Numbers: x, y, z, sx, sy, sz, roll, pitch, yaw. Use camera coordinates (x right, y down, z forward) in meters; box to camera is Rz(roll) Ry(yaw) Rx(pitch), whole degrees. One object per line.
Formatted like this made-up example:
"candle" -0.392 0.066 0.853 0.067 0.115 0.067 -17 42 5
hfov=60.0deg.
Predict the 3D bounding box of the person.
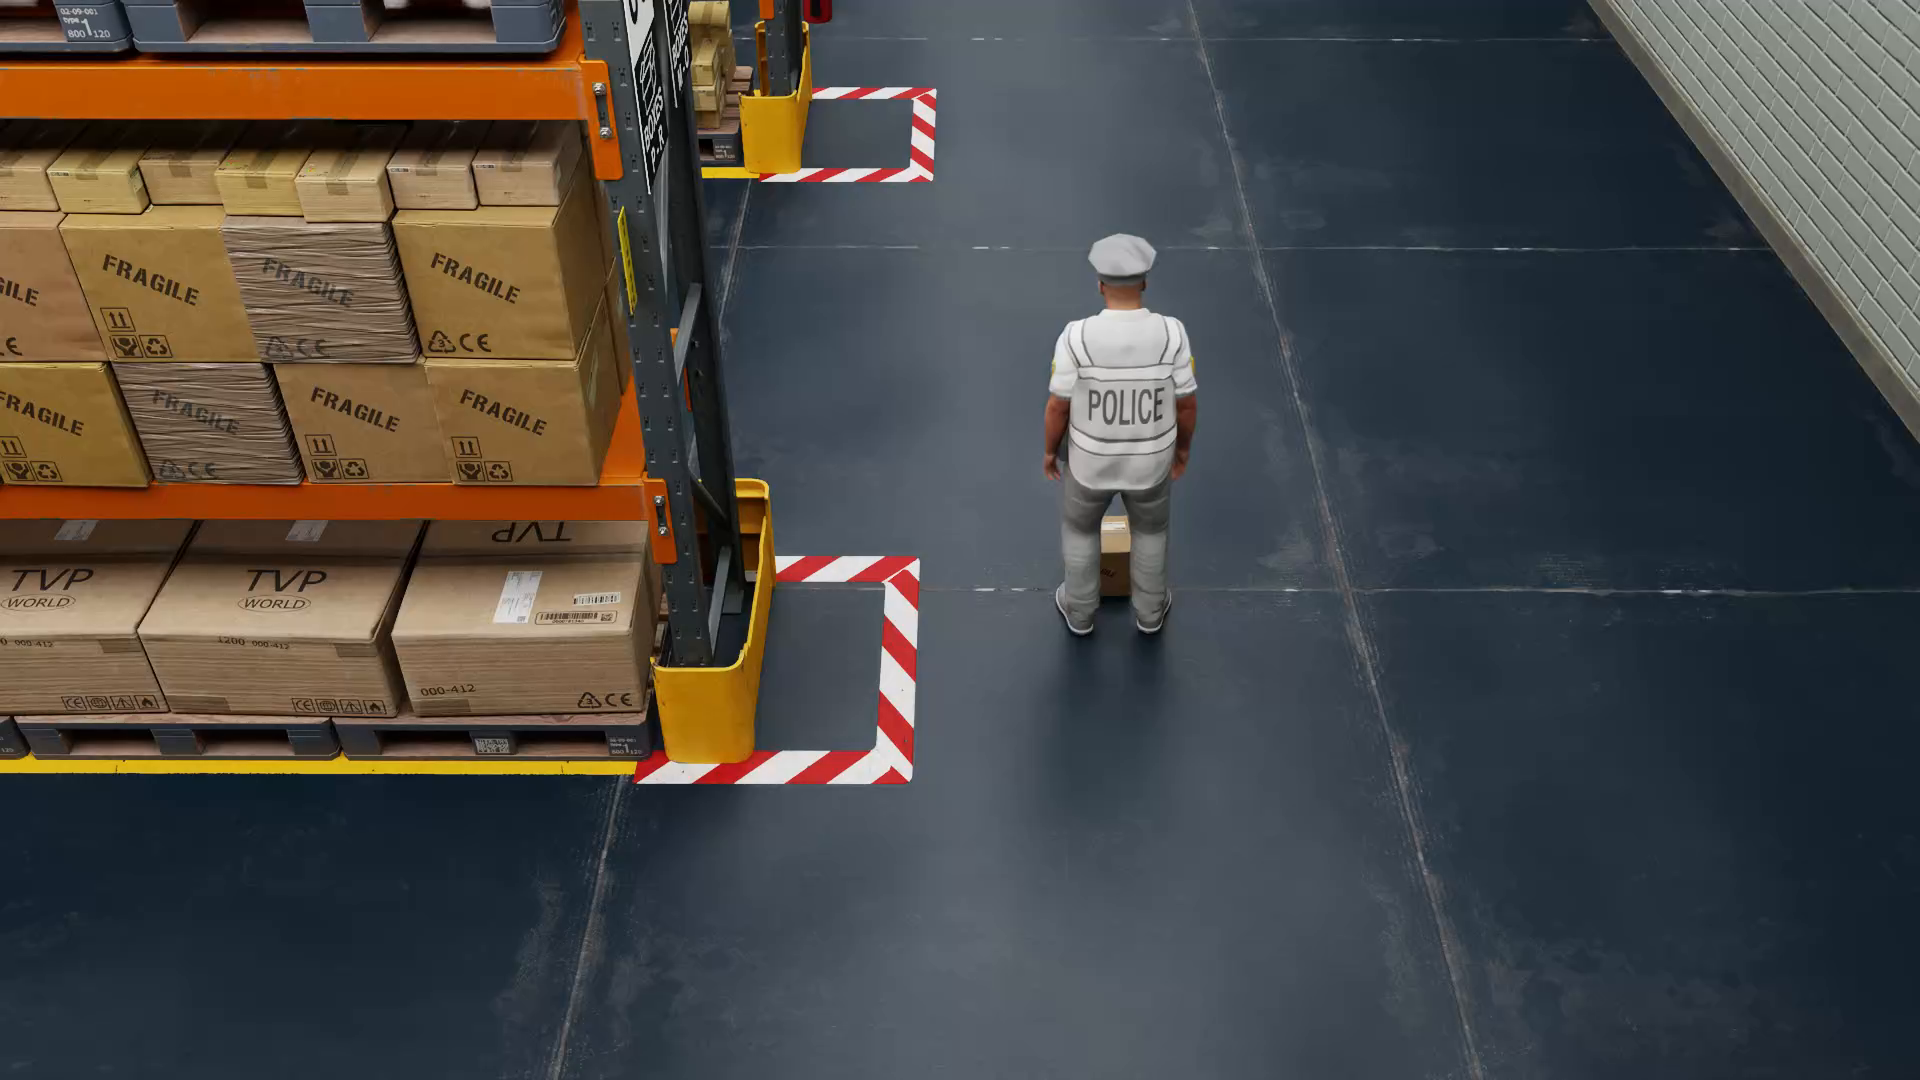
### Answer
"person" 0.623 -0.337 6.560 0.590 1.748 0.435 0 39 -1
